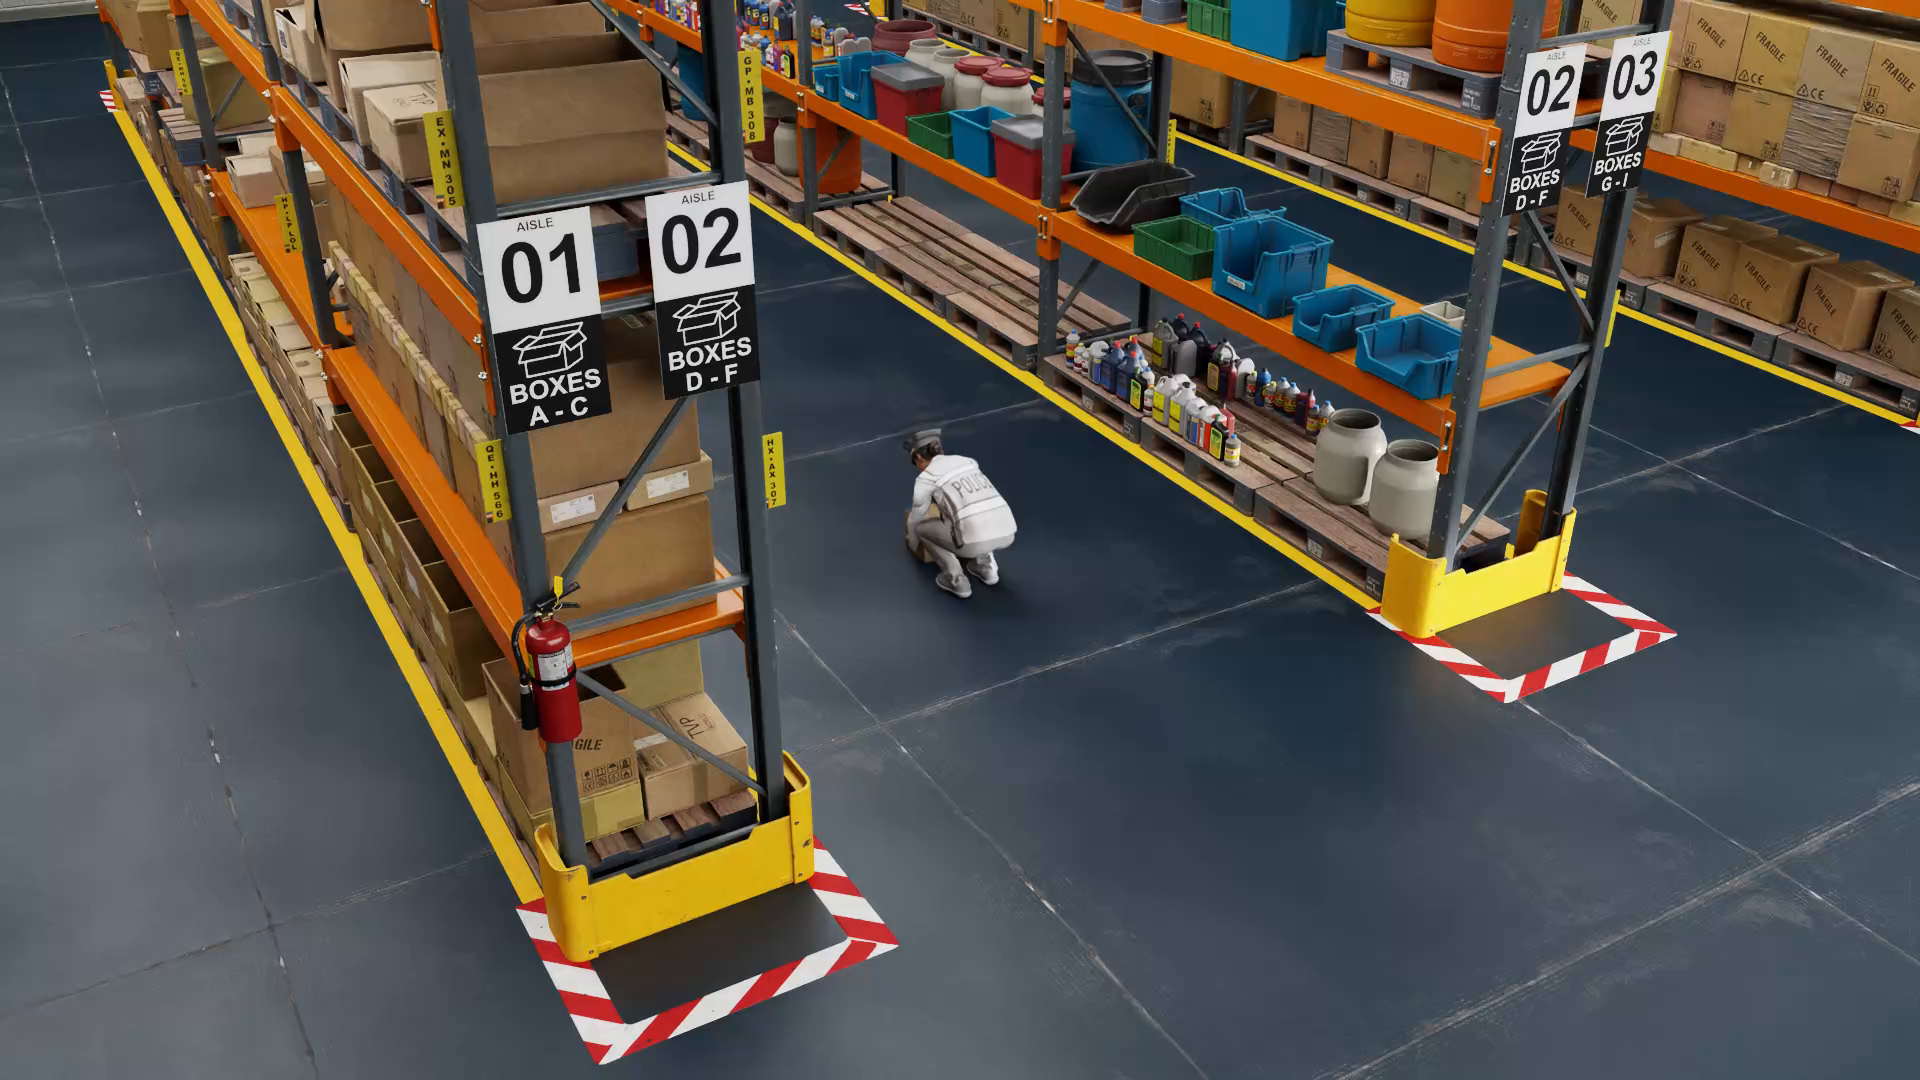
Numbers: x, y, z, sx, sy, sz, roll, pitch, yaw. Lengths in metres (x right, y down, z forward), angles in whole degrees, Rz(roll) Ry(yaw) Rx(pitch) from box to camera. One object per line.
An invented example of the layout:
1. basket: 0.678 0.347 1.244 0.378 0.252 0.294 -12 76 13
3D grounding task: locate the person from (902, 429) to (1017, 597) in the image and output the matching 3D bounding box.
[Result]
1. person: -0.020 -0.170 9.699 0.471 0.857 0.858 -16 33 -26
